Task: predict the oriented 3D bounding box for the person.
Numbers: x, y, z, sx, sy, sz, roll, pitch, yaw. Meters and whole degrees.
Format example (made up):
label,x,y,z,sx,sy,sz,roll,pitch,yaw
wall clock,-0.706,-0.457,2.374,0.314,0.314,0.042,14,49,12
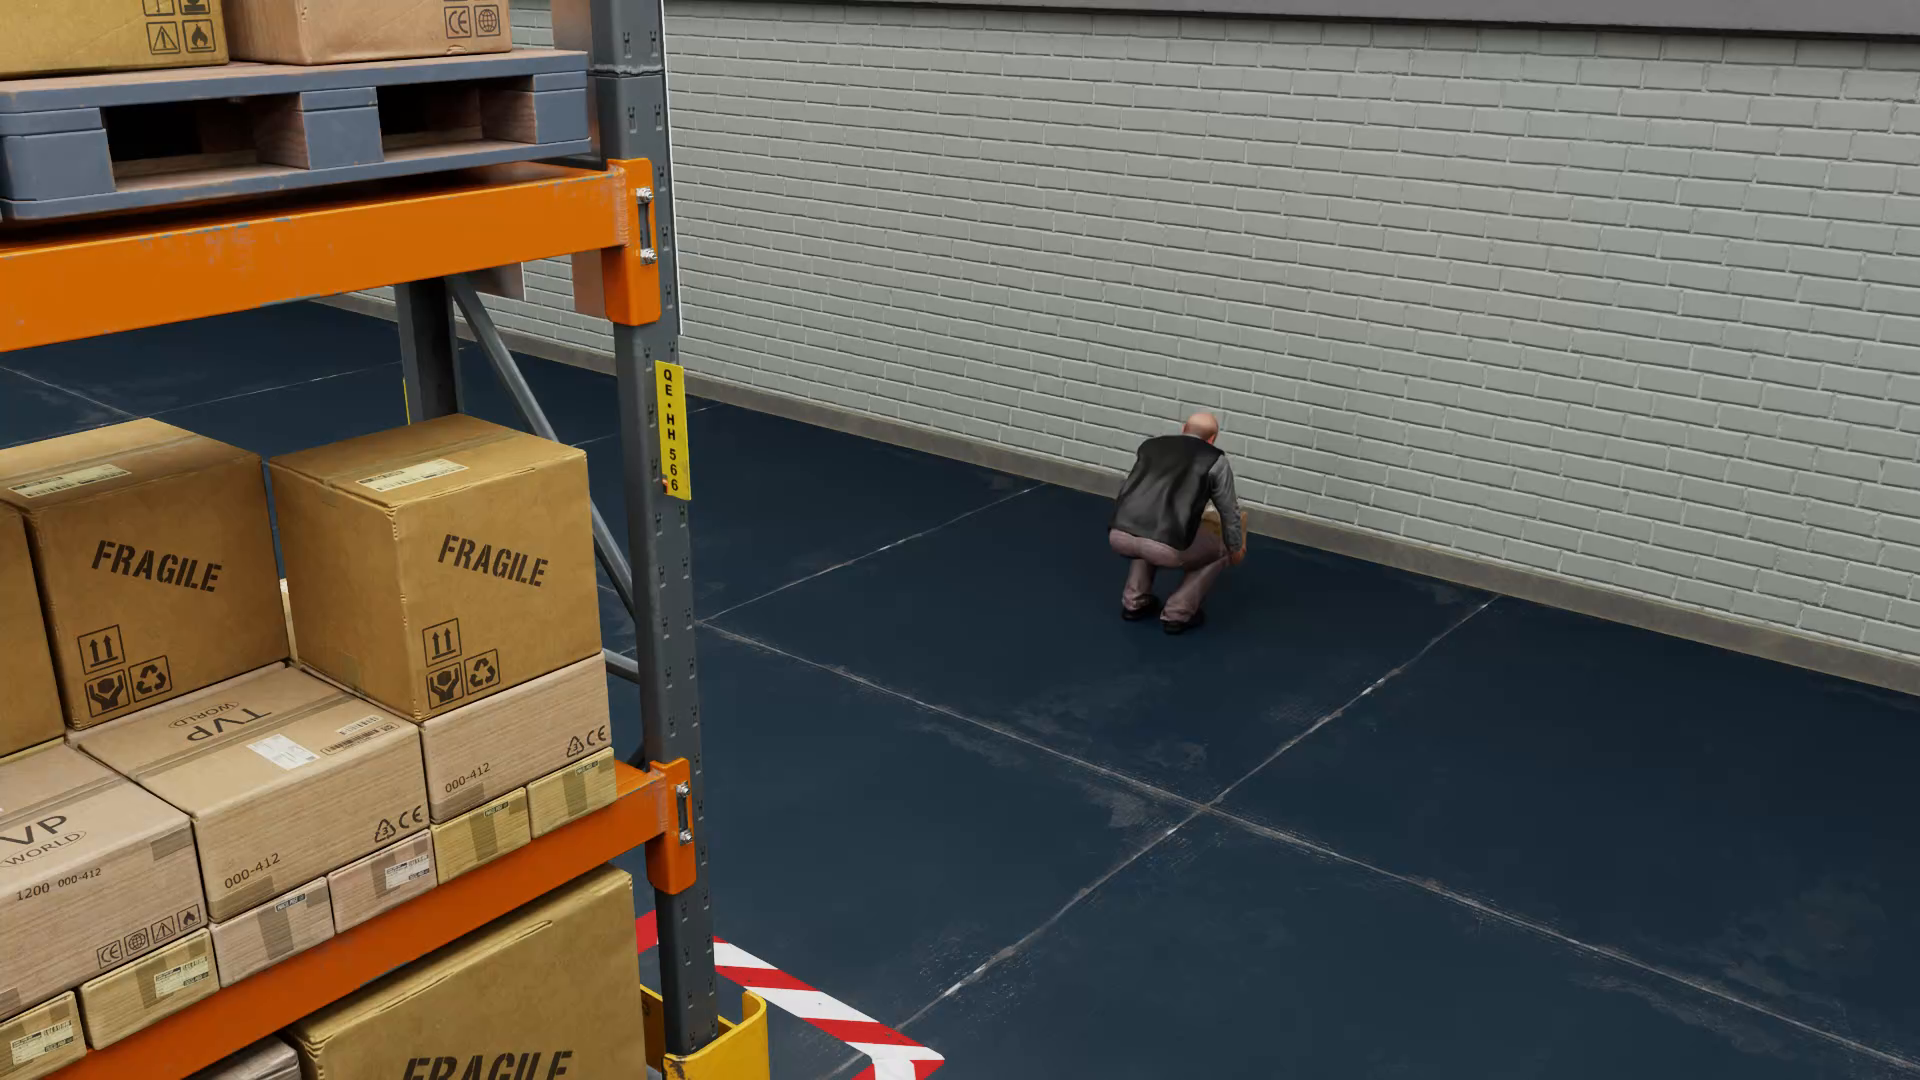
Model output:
label,x,y,z,sx,sy,sz,roll,pitch,yaw
person,1.083,-0.096,8.441,0.543,0.996,0.864,16,25,36
